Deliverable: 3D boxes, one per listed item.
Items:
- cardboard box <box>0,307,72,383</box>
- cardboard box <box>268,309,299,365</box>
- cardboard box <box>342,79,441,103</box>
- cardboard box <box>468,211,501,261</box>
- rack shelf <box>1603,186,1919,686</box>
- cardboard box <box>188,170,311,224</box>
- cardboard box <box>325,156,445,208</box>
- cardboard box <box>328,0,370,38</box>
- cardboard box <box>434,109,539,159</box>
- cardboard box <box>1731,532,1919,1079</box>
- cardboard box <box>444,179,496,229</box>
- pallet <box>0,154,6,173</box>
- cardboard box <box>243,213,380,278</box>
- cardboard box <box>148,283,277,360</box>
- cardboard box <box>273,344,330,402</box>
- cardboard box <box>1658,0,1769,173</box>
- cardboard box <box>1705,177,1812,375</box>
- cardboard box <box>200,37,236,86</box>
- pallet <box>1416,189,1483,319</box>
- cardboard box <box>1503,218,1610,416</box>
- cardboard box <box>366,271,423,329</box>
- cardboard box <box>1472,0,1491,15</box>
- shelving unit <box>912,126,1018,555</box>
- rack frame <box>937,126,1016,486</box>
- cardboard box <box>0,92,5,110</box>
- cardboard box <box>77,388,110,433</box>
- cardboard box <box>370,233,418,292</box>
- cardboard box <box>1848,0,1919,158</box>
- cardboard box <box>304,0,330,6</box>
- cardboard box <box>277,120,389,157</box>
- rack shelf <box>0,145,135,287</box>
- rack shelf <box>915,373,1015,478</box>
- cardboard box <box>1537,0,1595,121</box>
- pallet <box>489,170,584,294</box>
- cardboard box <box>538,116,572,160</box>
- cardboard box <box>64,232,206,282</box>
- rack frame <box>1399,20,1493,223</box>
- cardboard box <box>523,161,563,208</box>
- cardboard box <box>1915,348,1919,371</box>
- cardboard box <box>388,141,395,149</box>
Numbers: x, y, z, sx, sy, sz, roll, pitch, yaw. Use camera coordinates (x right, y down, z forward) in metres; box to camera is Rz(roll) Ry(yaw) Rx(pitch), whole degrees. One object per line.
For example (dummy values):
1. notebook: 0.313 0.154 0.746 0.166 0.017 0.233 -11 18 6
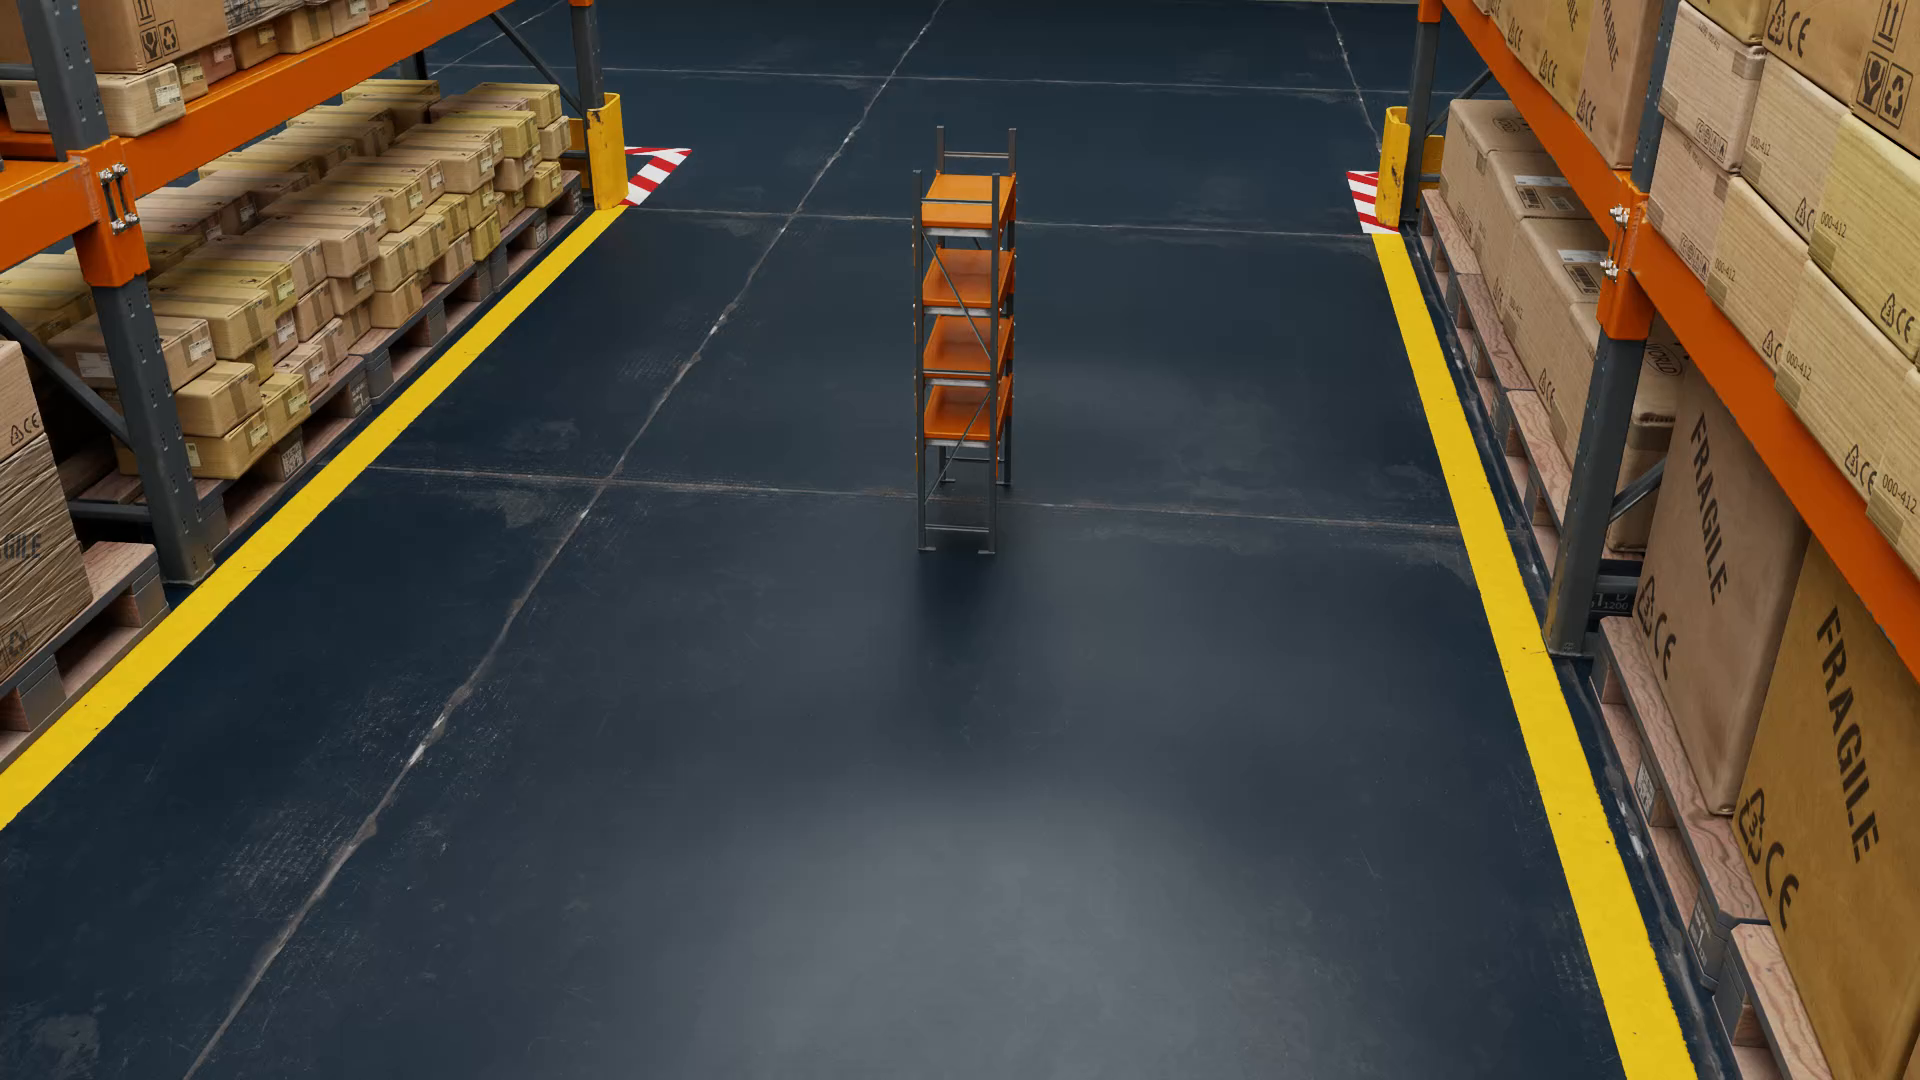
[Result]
1. cardboard box: -2.993 -0.607 5.150 0.380 0.149 0.250 4 29 8
2. cardboard box: -2.480 -0.687 5.612 0.380 0.149 0.250 3 28 6
3. cardboard box: -2.689 -2.081 7.885 0.380 0.149 0.250 2 28 4
4. cardboard box: -2.180 -1.299 7.061 0.380 0.149 0.250 2 28 4
5. rack shelf: 1.902 0.265 2.353 1.077 0.370 4.000 3 28 6
6. cardboard box: -2.767 -1.336 6.503 0.380 0.149 0.250 3 29 6
7. cardboard box: -2.309 -1.434 6.685 0.380 0.149 0.250 2 28 4
8. cardboard box: -2.305 -1.859 5.804 0.380 0.149 0.250 5 29 8
9. cardboard box: -2.095 -1.799 7.363 0.380 0.149 0.250 3 28 5
10. cardboard box: 2.048 0.480 2.994 0.875 0.875 0.875 4 29 8
11. cardboard box: -2.182 -1.422 6.977 0.380 0.149 0.250 4 29 7
12. pallet: -3.016 -0.797 3.769 1.003 0.211 1.213 3 28 6
13. cardboard box: -2.334 -1.062 5.994 0.380 0.149 0.250 4 29 7
14. cardboard box: -2.437 -0.701 5.324 0.380 0.149 0.250 5 29 9
15. cardboard box: -2.403 -0.561 5.691 0.380 0.149 0.250 3 28 6
16. cardboard box: 1.813 -0.956 3.493 0.500 0.250 0.500 3 28 5
17. cardboard box: 1.769 -0.491 3.158 0.500 0.250 0.500 3 28 5
18. cardboard box: -2.480 -1.491 5.120 0.380 0.149 0.250 2 28 4
19. pallet: 2.617 -1.267 7.380 1.003 0.211 1.213 3 28 6
20. cardboard box: 2.440 -0.760 5.758 0.875 0.438 0.875 3 28 5
21. cardboard box: -2.296 -0.929 6.374 0.380 0.149 0.250 3 28 5
22. cardboard box: 2.179 -2.232 6.126 0.500 0.500 0.500 3 28 6
23. shelving unit: 0.020 -0.606 5.110 0.258 1.200 0.503 3 28 6
24. rack frame: 0.050 -0.721 5.323 0.240 1.200 0.015 3 28 6
25. cardboard box: -2.975 -1.270 4.710 0.380 0.149 0.250 3 28 6
26. cardboard box: -2.953 -0.485 5.550 0.380 0.149 0.250 4 29 8
27. cardboard box: -2.293 -1.057 6.299 0.380 0.149 0.250 3 28 6
28. cardboard box: 1.709 -0.810 2.430 0.500 0.500 0.500 3 28 5
29. cardboard box: -2.316 -2.095 5.556 0.500 0.500 0.500 3 28 5
30. cardboard box: -2.710 -1.711 7.199 0.380 0.149 0.250 2 28 4
31. rack shelf: -3.023 0.025 2.799 1.077 0.370 4.000 3 28 6
32. rack shelf: 0.020 -0.372 5.236 0.258 0.148 0.480 3 28 6
33. cardboard box: 2.008 -1.513 4.789 0.500 0.500 0.500 3 28 5
34. pallet: -2.432 -1.472 7.760 1.003 0.211 1.213 3 28 6
35. cardboard box: -2.069 -1.912 7.885 0.380 0.149 0.250 3 28 5
36. cardboard box: -2.868 -0.965 5.814 0.380 0.149 0.250 4 29 8
37. rack frame: 2.637 -2.876 7.425 1.000 3.000 0.127 3 28 6
38. cardboard box: -2.076 -1.659 7.729 0.380 0.149 0.250 4 29 8
39. cardboard box: 1.629 -0.235 2.155 0.500 0.250 0.500 3 28 5
40. cardboard box: -2.638 -1.699 7.490 0.380 0.149 0.250 4 29 7
